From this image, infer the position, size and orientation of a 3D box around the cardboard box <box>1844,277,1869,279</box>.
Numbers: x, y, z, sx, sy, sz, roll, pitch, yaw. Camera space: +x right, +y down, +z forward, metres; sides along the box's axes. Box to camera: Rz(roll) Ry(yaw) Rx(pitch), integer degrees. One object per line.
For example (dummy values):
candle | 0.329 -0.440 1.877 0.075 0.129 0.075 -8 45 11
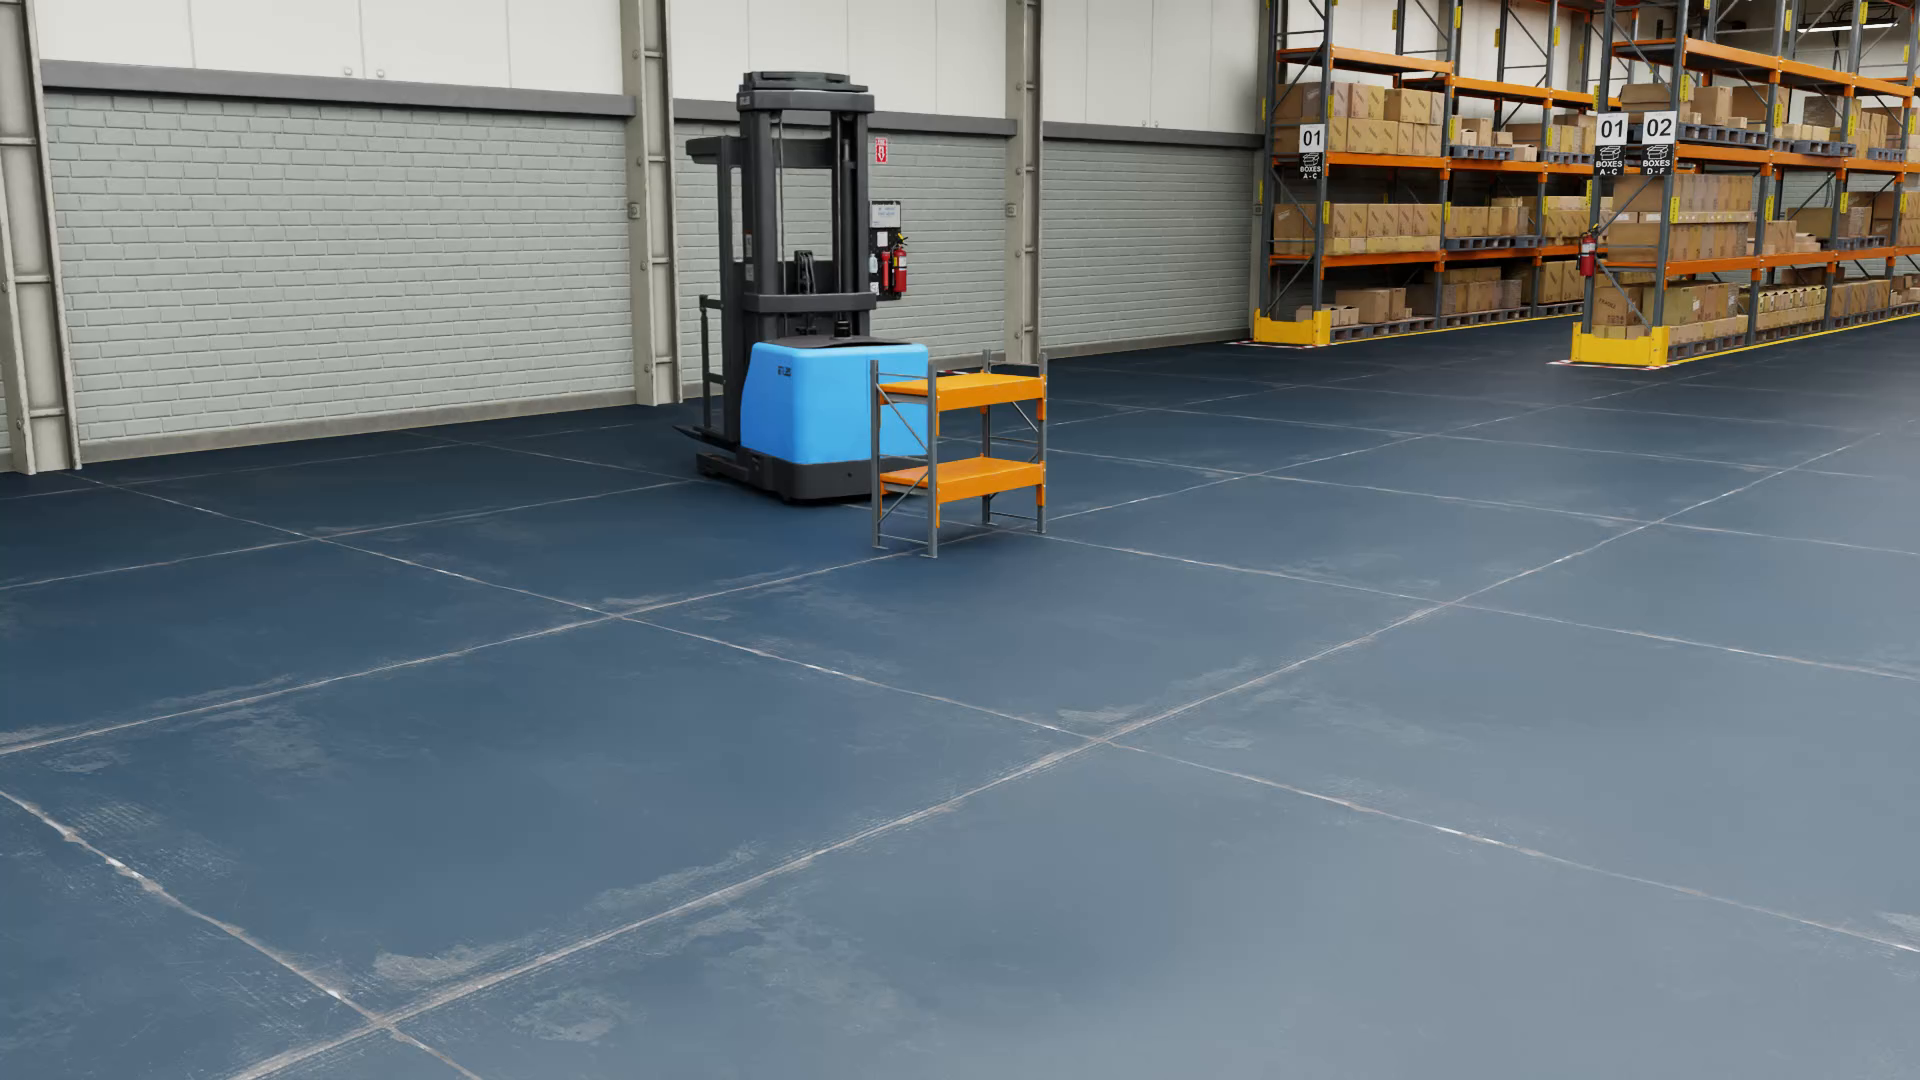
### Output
cardboard box | 16.772 -4.689 31.286 0.500 0.500 0.500 10 15 40

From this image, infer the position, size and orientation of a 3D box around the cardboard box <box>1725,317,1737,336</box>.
cardboard box | 10.849 -3.090 23.971 0.500 0.250 0.500 10 15 40

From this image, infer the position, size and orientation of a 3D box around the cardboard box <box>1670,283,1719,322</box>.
cardboard box | 10.201 -3.308 23.150 0.500 0.500 0.500 10 15 40

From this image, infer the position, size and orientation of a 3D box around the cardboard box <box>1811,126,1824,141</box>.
cardboard box | 13.379 -6.439 26.446 0.500 0.250 0.500 10 15 42

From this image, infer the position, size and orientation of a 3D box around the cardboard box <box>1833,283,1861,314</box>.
cardboard box | 15.160 -4.160 28.642 0.500 0.500 0.500 10 15 40

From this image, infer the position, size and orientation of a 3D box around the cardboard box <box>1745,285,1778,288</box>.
cardboard box | 13.062 -4.005 27.119 0.500 0.311 0.500 9 15 39

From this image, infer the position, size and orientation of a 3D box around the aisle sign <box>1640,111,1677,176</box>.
aisle sign | 8.874 -5.038 21.140 0.394 0.787 0.004 10 15 40

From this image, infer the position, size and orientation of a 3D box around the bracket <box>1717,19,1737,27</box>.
bracket | 18.374 -12.300 39.626 0.076 0.066 3.189 10 15 40

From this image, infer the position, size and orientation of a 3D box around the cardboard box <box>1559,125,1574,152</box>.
cardboard box | 11.207 -7.608 31.609 0.700 0.500 0.500 11 16 43

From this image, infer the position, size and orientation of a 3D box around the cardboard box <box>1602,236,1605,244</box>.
cardboard box | 12.521 -5.946 32.912 0.380 0.149 0.250 10 15 42

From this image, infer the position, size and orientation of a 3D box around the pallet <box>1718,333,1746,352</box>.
pallet | 10.772 -2.922 24.302 1.003 0.211 1.213 10 15 40

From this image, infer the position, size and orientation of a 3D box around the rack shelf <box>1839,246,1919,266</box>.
rack shelf | 17.929 -5.520 32.024 1.077 0.370 4.000 10 15 40

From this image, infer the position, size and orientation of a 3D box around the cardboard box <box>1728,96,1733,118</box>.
cardboard box | 10.798 -6.156 24.029 0.500 0.500 0.500 -11 15 -43

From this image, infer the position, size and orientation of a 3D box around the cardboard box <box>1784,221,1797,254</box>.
cardboard box | 12.873 -4.790 26.278 0.500 0.500 0.500 9 14 37

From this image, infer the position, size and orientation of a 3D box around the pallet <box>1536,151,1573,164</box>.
pallet | 10.630 -7.109 30.971 1.213 0.211 1.003 11 16 43

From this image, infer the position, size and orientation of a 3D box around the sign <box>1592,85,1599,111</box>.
sign | 8.289 -5.751 21.630 0.100 0.325 0.005 10 15 40

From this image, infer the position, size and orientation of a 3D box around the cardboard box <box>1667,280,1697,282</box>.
cardboard box | 10.463 -3.524 24.230 0.500 0.500 0.500 10 15 40

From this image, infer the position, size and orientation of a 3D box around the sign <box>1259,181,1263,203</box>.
sign | 4.561 -5.250 25.075 0.100 0.325 0.005 10 15 40

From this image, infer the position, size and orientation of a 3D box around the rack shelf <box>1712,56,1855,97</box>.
rack shelf | 12.648 -7.088 25.583 1.077 0.370 4.000 10 15 40

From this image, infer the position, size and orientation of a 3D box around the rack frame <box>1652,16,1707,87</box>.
rack frame | 15.526 -9.748 36.044 1.000 3.000 0.127 10 15 40

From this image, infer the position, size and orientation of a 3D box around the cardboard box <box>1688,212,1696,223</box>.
cardboard box | 9.615 -4.322 22.281 0.380 0.149 0.250 9 15 39

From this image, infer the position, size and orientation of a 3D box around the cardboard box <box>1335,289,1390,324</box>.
cardboard box | 6.387 -3.718 26.426 0.700 0.500 0.500 9 14 37

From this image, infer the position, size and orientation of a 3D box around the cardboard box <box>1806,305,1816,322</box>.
cardboard box | 13.467 -3.662 26.835 0.500 0.250 0.500 10 15 40

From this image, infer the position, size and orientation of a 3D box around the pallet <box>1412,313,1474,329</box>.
pallet | 8.117 -3.788 28.639 1.003 0.211 1.213 10 15 40

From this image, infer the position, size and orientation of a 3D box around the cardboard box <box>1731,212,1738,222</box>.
cardboard box | 10.801 -4.587 23.606 0.380 0.149 0.250 10 15 40

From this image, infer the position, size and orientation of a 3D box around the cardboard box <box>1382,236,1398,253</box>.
cardboard box | 6.533 -4.646 26.146 0.500 0.250 0.500 10 15 41

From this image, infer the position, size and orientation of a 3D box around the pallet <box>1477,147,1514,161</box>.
pallet | 8.774 -6.650 28.668 1.213 0.211 1.003 10 15 40

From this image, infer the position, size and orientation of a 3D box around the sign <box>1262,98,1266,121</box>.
sign | 4.561 -6.432 24.839 0.100 0.325 0.005 10 15 40

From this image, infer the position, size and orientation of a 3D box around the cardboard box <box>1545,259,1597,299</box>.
cardboard box | 11.970 -5.126 32.634 0.750 0.750 0.750 10 15 42

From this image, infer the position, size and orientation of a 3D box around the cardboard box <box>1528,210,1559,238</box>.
cardboard box | 10.758 -5.873 30.889 0.500 0.500 0.500 10 15 42

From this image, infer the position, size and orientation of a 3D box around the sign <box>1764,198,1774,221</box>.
sign | 11.746 -4.793 24.137 0.100 0.325 0.005 10 15 40

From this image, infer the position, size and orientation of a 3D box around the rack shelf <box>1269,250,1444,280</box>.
rack shelf | 6.284 -4.394 26.389 1.077 0.370 4.000 10 15 40

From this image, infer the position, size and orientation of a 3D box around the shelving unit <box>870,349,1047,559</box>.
shelving unit | 0.004 -0.553 10.106 0.538 1.125 1.048 10 15 40

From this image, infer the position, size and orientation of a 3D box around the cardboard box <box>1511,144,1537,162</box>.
cardboard box | 9.973 -6.926 29.746 0.500 0.311 0.500 10 15 40

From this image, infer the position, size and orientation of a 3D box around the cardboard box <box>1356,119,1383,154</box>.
cardboard box | 6.094 -6.150 25.382 0.500 0.500 0.500 11 16 43

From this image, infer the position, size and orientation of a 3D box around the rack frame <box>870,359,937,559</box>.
rack frame | -0.331 -0.478 9.732 0.500 1.125 0.032 10 15 40

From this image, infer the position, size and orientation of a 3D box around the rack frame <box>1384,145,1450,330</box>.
rack frame | 7.605 -5.041 27.792 1.000 3.000 0.127 10 15 40

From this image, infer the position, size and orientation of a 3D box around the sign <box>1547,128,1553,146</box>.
sign | 10.651 -7.284 30.041 0.100 0.325 0.005 10 15 40

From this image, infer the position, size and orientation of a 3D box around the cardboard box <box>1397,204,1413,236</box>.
cardboard box | 6.859 -5.089 26.447 0.500 0.500 0.500 9 15 39

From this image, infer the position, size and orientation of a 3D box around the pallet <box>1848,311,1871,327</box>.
pallet | 15.295 -3.906 29.227 1.003 0.211 1.213 10 15 40

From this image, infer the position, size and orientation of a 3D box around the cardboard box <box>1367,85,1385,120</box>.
cardboard box | 6.100 -6.642 25.290 0.500 0.500 0.500 10 15 42

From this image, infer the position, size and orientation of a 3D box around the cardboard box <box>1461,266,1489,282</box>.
cardboard box | 9.050 -4.722 29.541 0.500 0.250 0.500 10 15 40

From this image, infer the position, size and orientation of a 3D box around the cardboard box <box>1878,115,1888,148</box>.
cardboard box | 16.221 -7.288 29.803 0.600 0.600 0.600 8 14 35

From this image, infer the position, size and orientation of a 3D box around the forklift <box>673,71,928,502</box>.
forklift | -1.360 -1.942 12.451 1.130 2.935 3.031 -6 13 -28

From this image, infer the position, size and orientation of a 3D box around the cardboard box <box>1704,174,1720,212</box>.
cardboard box | 10.046 -4.799 23.011 0.700 0.500 0.500 10 15 40

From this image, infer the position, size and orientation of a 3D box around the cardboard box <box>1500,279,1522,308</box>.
cardboard box | 9.809 -4.507 30.376 0.700 0.500 0.500 10 15 41

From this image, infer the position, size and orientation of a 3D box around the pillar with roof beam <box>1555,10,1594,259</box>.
pillar with roof beam | 15.932 -8.818 31.386 9.100 9.000 0.548 10 15 40

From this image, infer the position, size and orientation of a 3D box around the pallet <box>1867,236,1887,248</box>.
pallet | 16.000 -5.380 29.982 1.003 0.211 1.213 10 15 40

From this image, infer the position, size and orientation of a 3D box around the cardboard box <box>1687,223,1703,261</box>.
cardboard box | 9.681 -4.079 22.719 0.700 0.500 0.500 10 15 41

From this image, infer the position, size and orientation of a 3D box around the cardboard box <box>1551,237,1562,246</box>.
cardboard box | 11.048 -5.599 31.174 0.380 0.149 0.250 10 15 42

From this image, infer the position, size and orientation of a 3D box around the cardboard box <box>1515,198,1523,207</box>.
cardboard box | 10.040 -6.158 30.348 0.380 0.149 0.250 7 14 33

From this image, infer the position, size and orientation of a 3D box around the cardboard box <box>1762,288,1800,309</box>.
cardboard box | 12.802 -3.789 26.037 0.500 0.311 0.500 10 15 42

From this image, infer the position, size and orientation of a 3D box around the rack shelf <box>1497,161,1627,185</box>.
rack shelf | 11.565 -7.042 31.988 1.077 0.370 4.000 10 15 40

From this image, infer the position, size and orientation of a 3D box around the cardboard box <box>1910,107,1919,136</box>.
cardboard box | 17.338 -7.720 30.739 0.700 0.500 0.500 10 15 40

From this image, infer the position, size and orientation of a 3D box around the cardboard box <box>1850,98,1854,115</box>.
cardboard box | 14.598 -7.138 27.826 0.500 0.500 0.500 10 15 40

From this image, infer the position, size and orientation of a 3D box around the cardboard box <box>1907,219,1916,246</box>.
cardboard box | 17.486 -5.743 31.049 0.500 0.500 0.500 10 15 41

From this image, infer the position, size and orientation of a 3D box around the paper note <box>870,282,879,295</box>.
paper note | -1.013 -2.977 19.706 0.016 0.148 0.142 10 15 40
